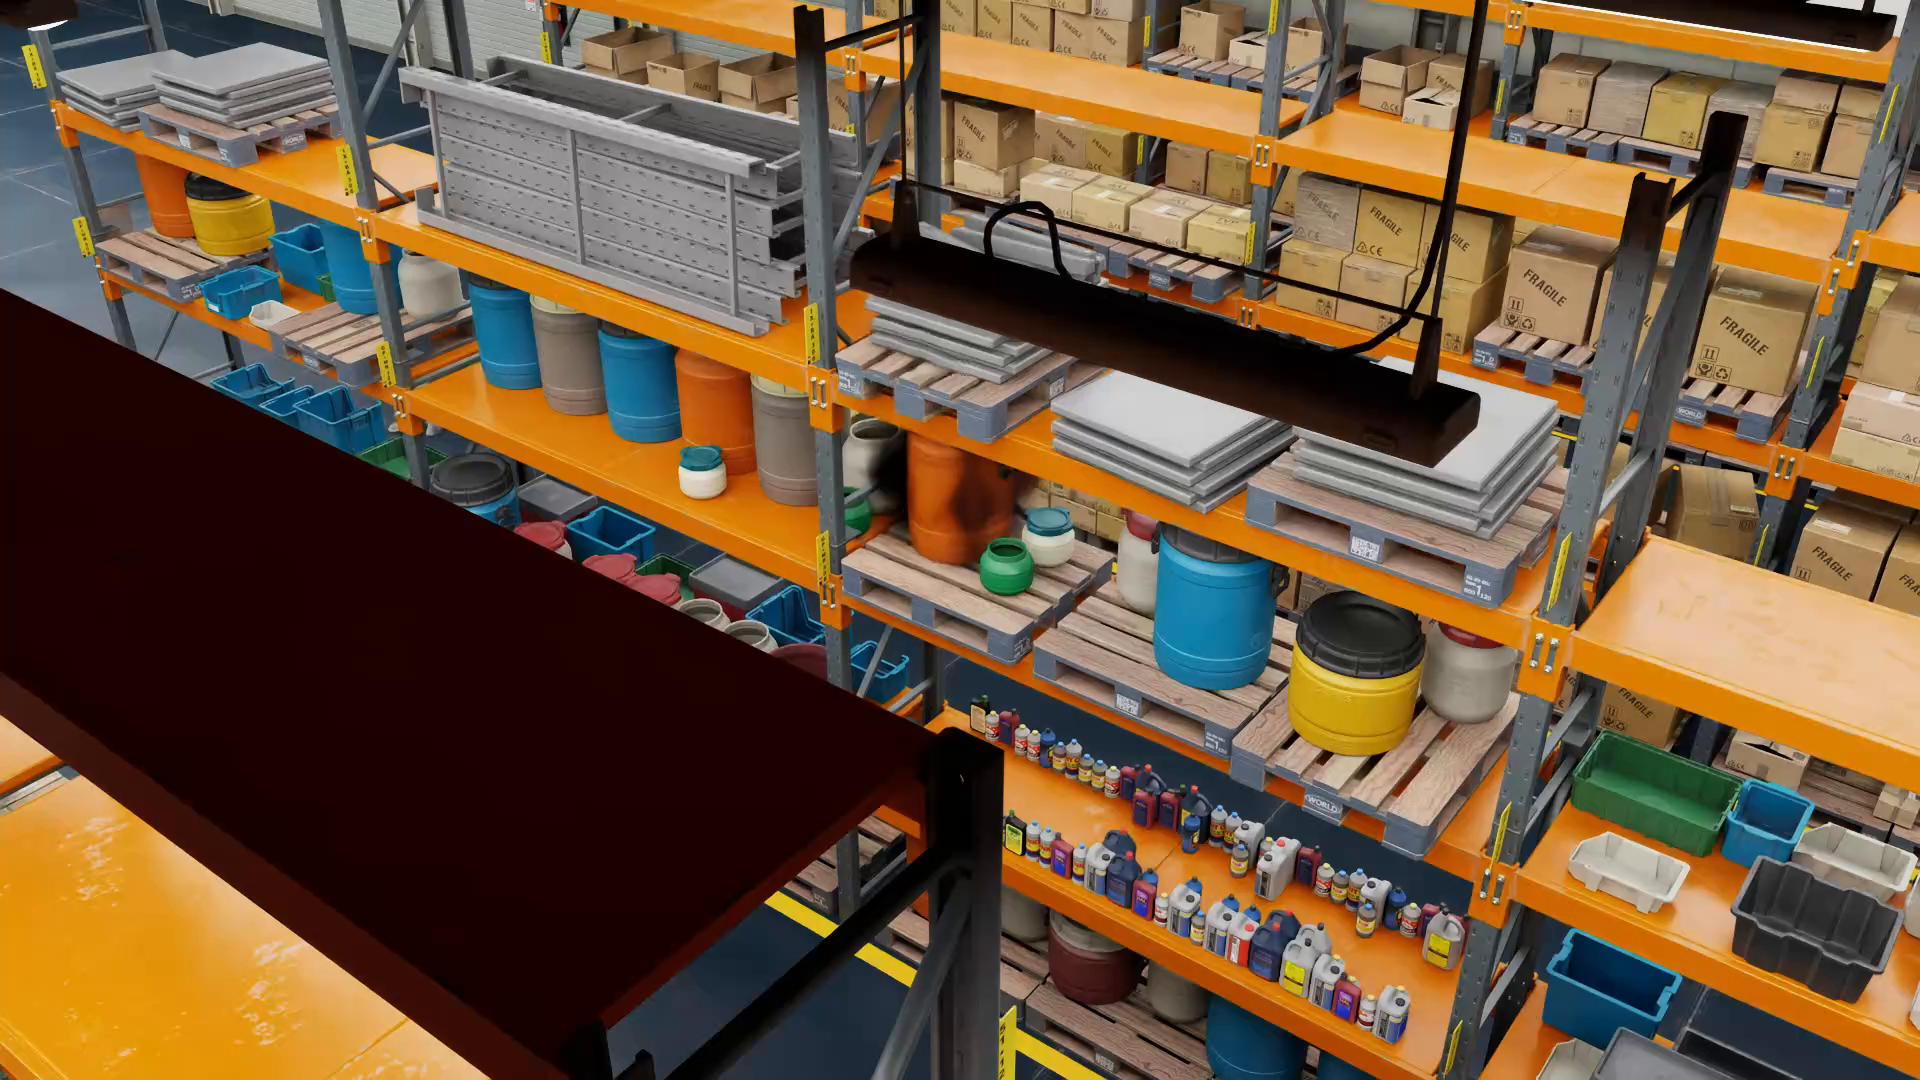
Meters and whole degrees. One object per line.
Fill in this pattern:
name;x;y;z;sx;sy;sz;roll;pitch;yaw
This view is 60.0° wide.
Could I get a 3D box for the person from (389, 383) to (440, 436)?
person;-5.609;-1.872;16.741;0.636;1.853;0.401;15;35;23
